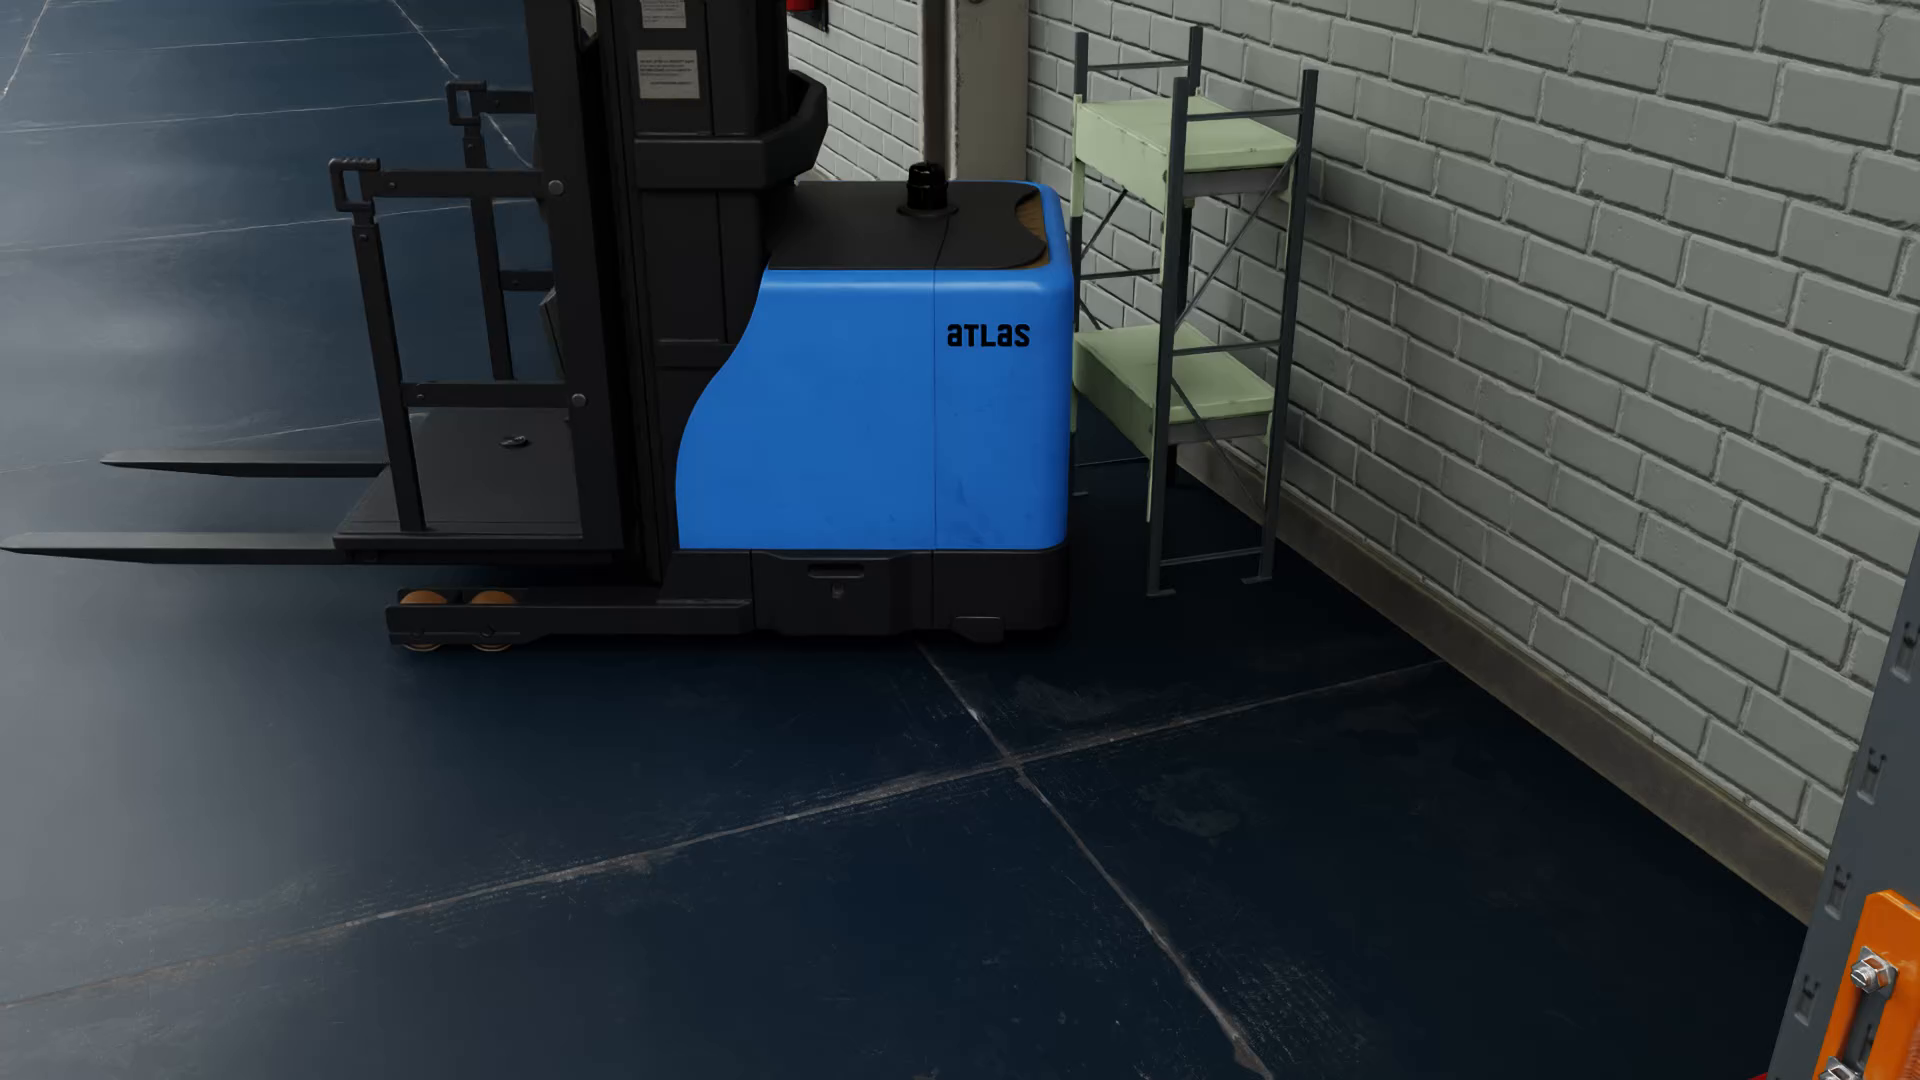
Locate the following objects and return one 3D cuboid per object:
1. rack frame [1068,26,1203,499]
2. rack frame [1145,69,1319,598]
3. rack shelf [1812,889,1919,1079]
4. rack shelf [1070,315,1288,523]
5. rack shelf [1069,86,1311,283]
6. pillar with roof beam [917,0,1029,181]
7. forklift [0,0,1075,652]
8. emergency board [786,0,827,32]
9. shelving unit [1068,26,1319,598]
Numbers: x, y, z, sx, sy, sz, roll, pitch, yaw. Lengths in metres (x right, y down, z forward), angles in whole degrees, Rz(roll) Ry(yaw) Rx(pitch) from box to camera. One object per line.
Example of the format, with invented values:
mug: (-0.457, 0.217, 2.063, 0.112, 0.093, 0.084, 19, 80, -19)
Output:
rack frame: (0.533, -0.840, 5.260, 0.400, 1.500, 0.023, -7, 27, -15)
rack frame: (0.742, -0.532, 4.630, 0.400, 1.500, 0.023, -7, 27, -15)
rack shelf: (2.112, 1.210, 0.173, 1.077, 0.370, 4.000, -11, 28, -21)
rack shelf: (0.638, -0.393, 5.088, 0.431, 0.370, 0.720, -7, 27, -15)
rack shelf: (0.638, -1.036, 4.774, 0.431, 0.370, 0.720, -7, 27, -15)
pillar with roof beam: (-3.912, -4.165, 3.524, 9.100, 9.000, 0.400, -11, 28, -21)
forklift: (-1.206, -1.238, 4.446, 3.031, 2.935, 1.130, 0, 26, 0)
emergency board: (-0.884, -3.213, 8.412, 0.194, 1.169, 0.643, -11, 28, -21)
shelving unit: (0.638, -0.686, 4.945, 0.431, 1.500, 0.755, -7, 27, -15)
